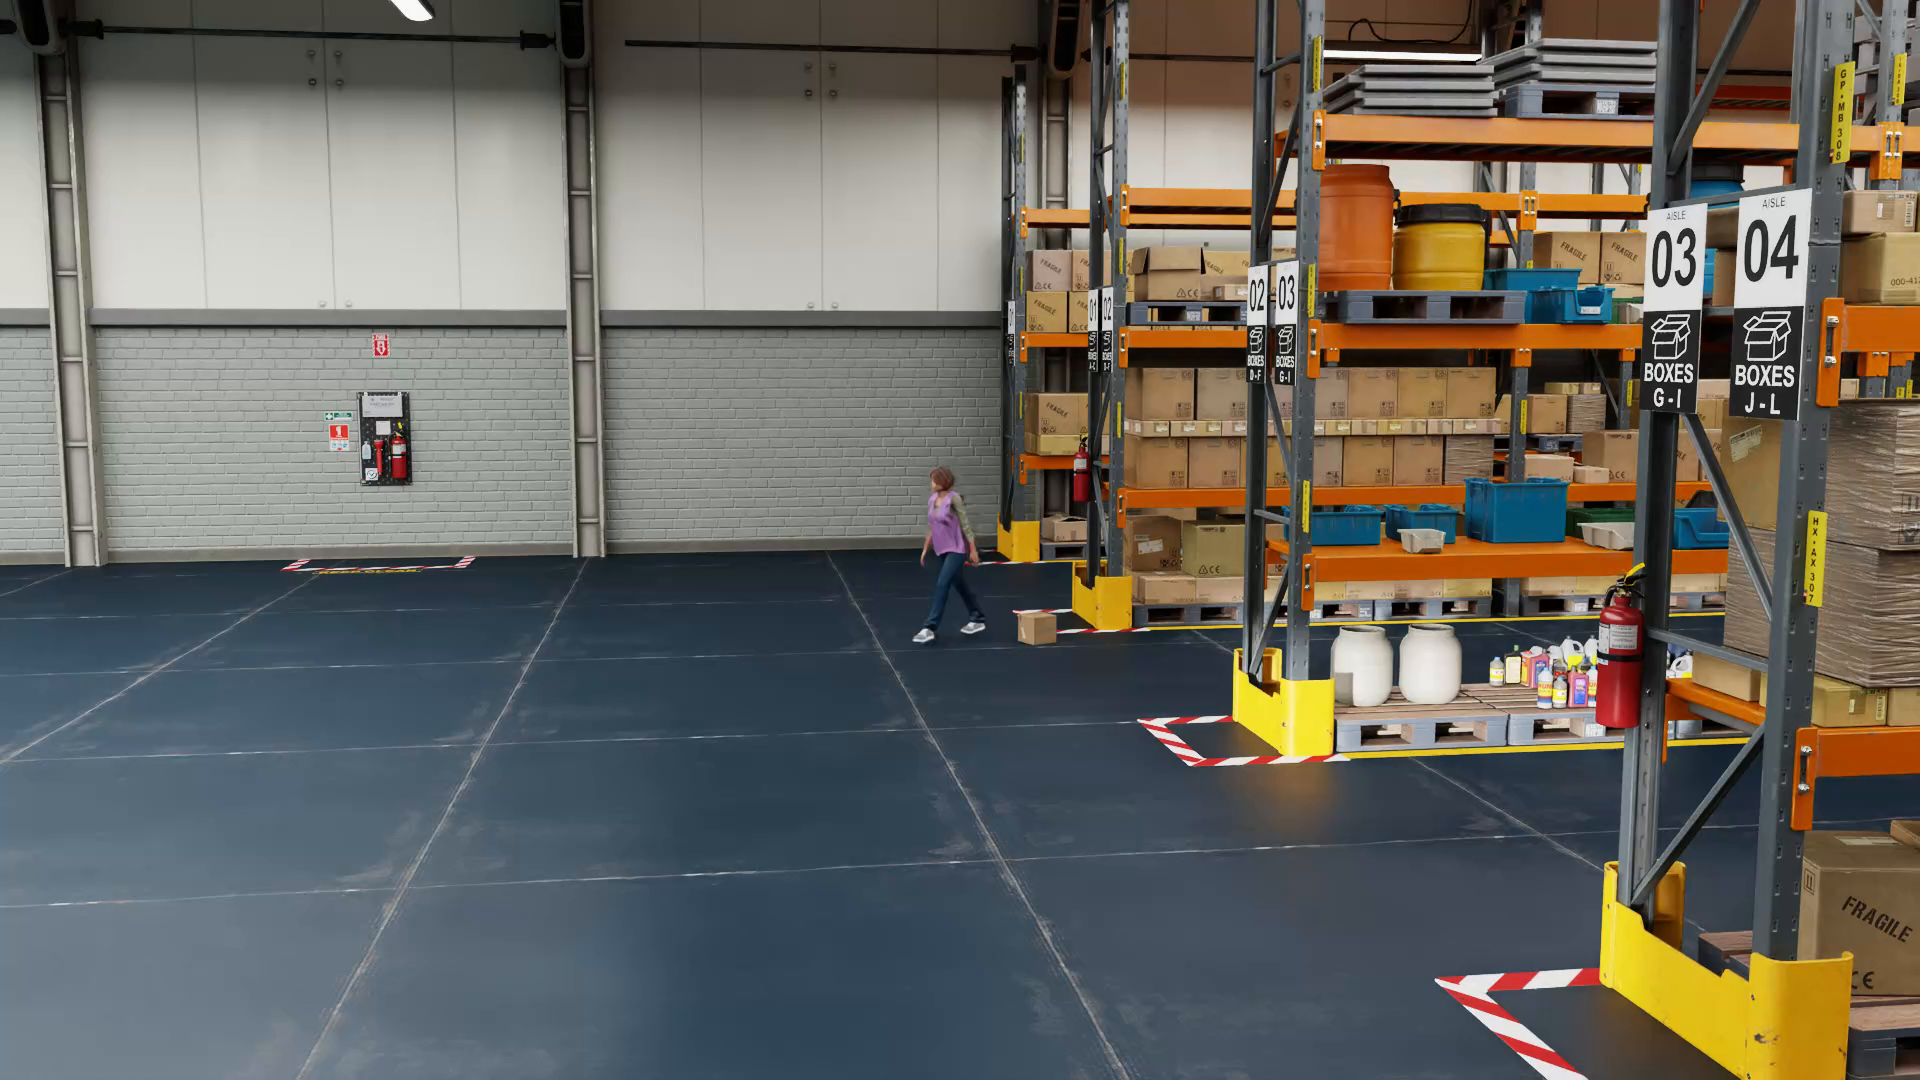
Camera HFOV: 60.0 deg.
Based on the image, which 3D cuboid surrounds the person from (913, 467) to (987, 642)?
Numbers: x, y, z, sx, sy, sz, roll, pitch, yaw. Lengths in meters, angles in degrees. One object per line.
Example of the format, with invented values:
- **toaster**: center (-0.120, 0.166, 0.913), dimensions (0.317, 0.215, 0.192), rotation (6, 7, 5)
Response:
- **person**: center (-0.129, 0.108, 15.025), dimensions (0.891, 1.543, 0.436), rotation (-4, 8, -33)
